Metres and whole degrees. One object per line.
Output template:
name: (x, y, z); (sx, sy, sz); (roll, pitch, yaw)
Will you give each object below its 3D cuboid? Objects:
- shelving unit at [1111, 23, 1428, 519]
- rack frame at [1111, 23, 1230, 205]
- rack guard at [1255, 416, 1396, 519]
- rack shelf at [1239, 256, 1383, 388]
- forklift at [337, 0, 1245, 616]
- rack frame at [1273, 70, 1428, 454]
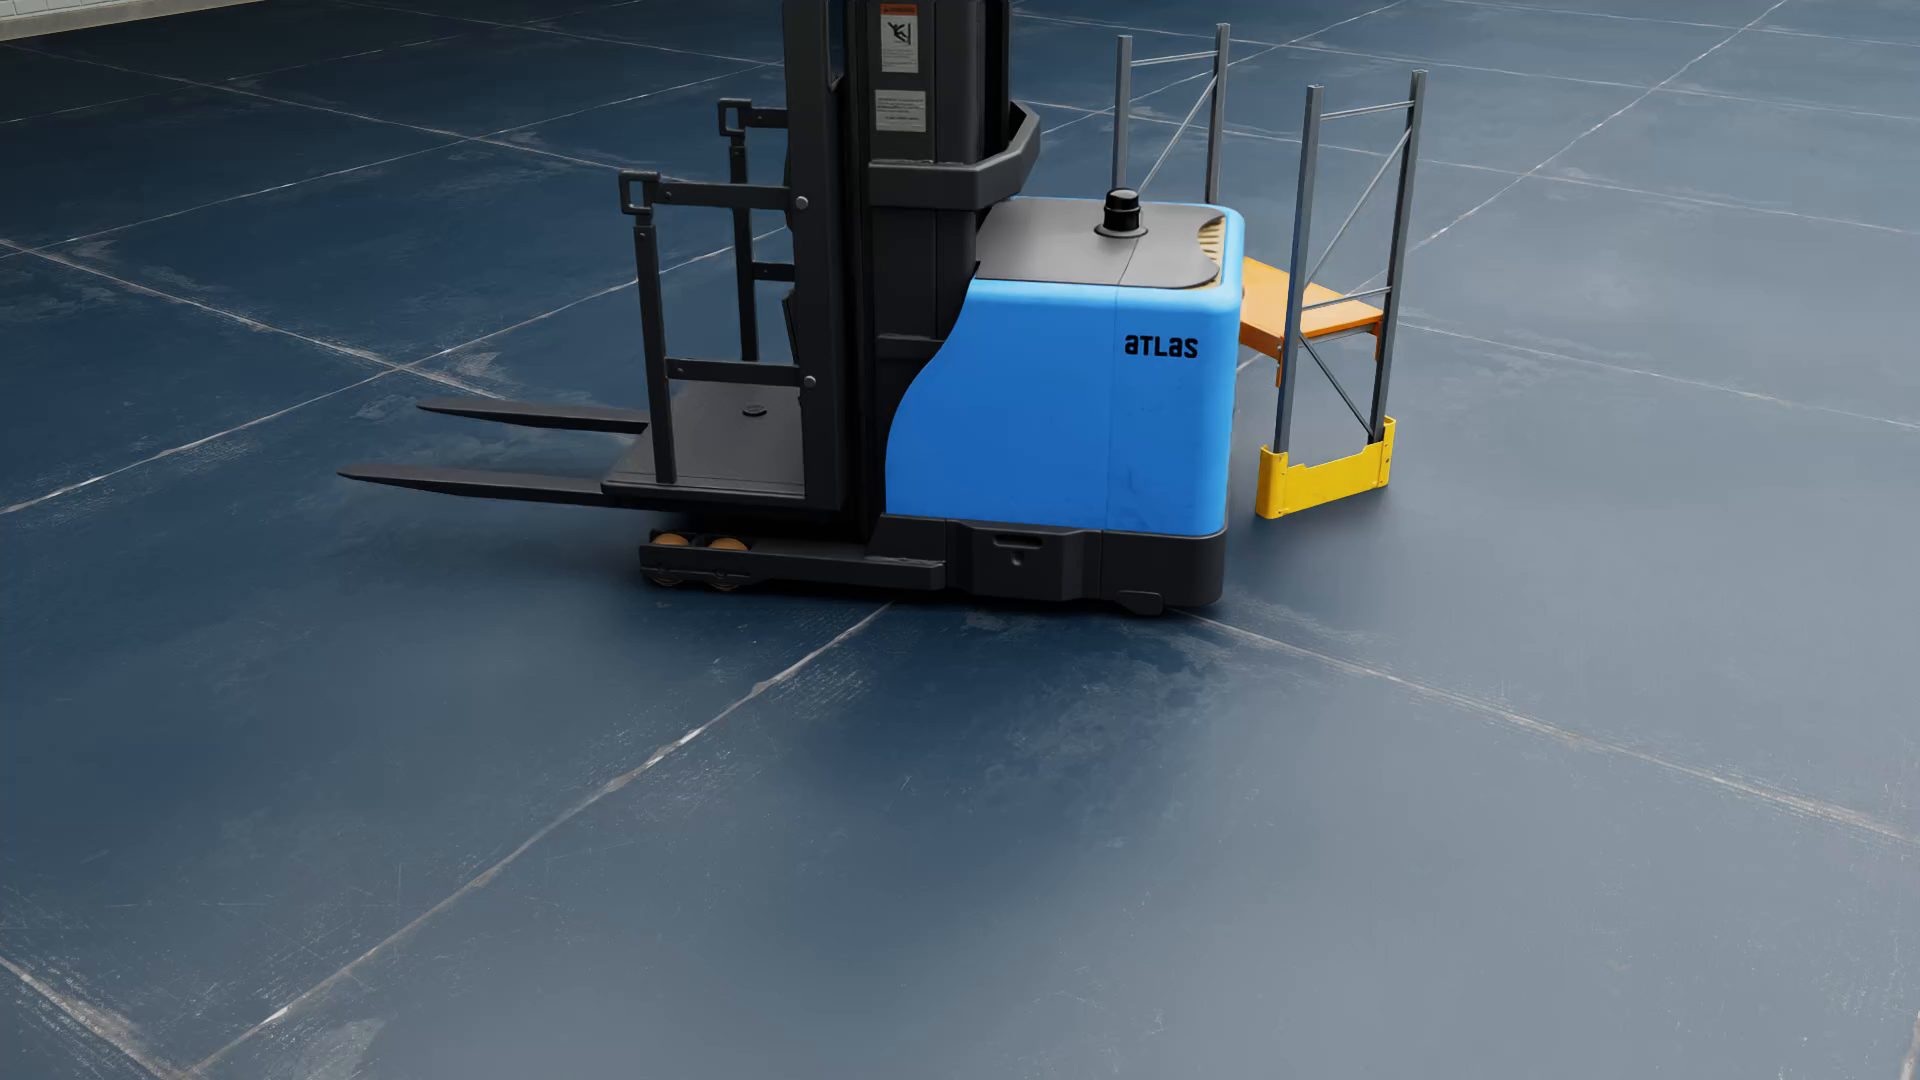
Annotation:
shelving unit: (1.063, -1.017, 6.095); (0.587, 1.500, 1.083); (-15, 31, -27)
rack frame: (0.795, -1.218, 6.489); (0.500, 1.500, 0.032); (-15, 31, -27)
rack guard: (1.321, -0.267, 5.999); (0.587, 0.250, 0.087); (-15, 31, -27)
rack shelf: (1.058, -0.860, 6.183); (0.538, 0.185, 1.000); (-15, 31, -27)
forklift: (-0.596, -1.374, 5.218); (3.031, 2.935, 1.130); (4, 27, 8)
rack frame: (1.322, -0.823, 5.714); (0.500, 1.500, 0.032); (-15, 31, -27)
